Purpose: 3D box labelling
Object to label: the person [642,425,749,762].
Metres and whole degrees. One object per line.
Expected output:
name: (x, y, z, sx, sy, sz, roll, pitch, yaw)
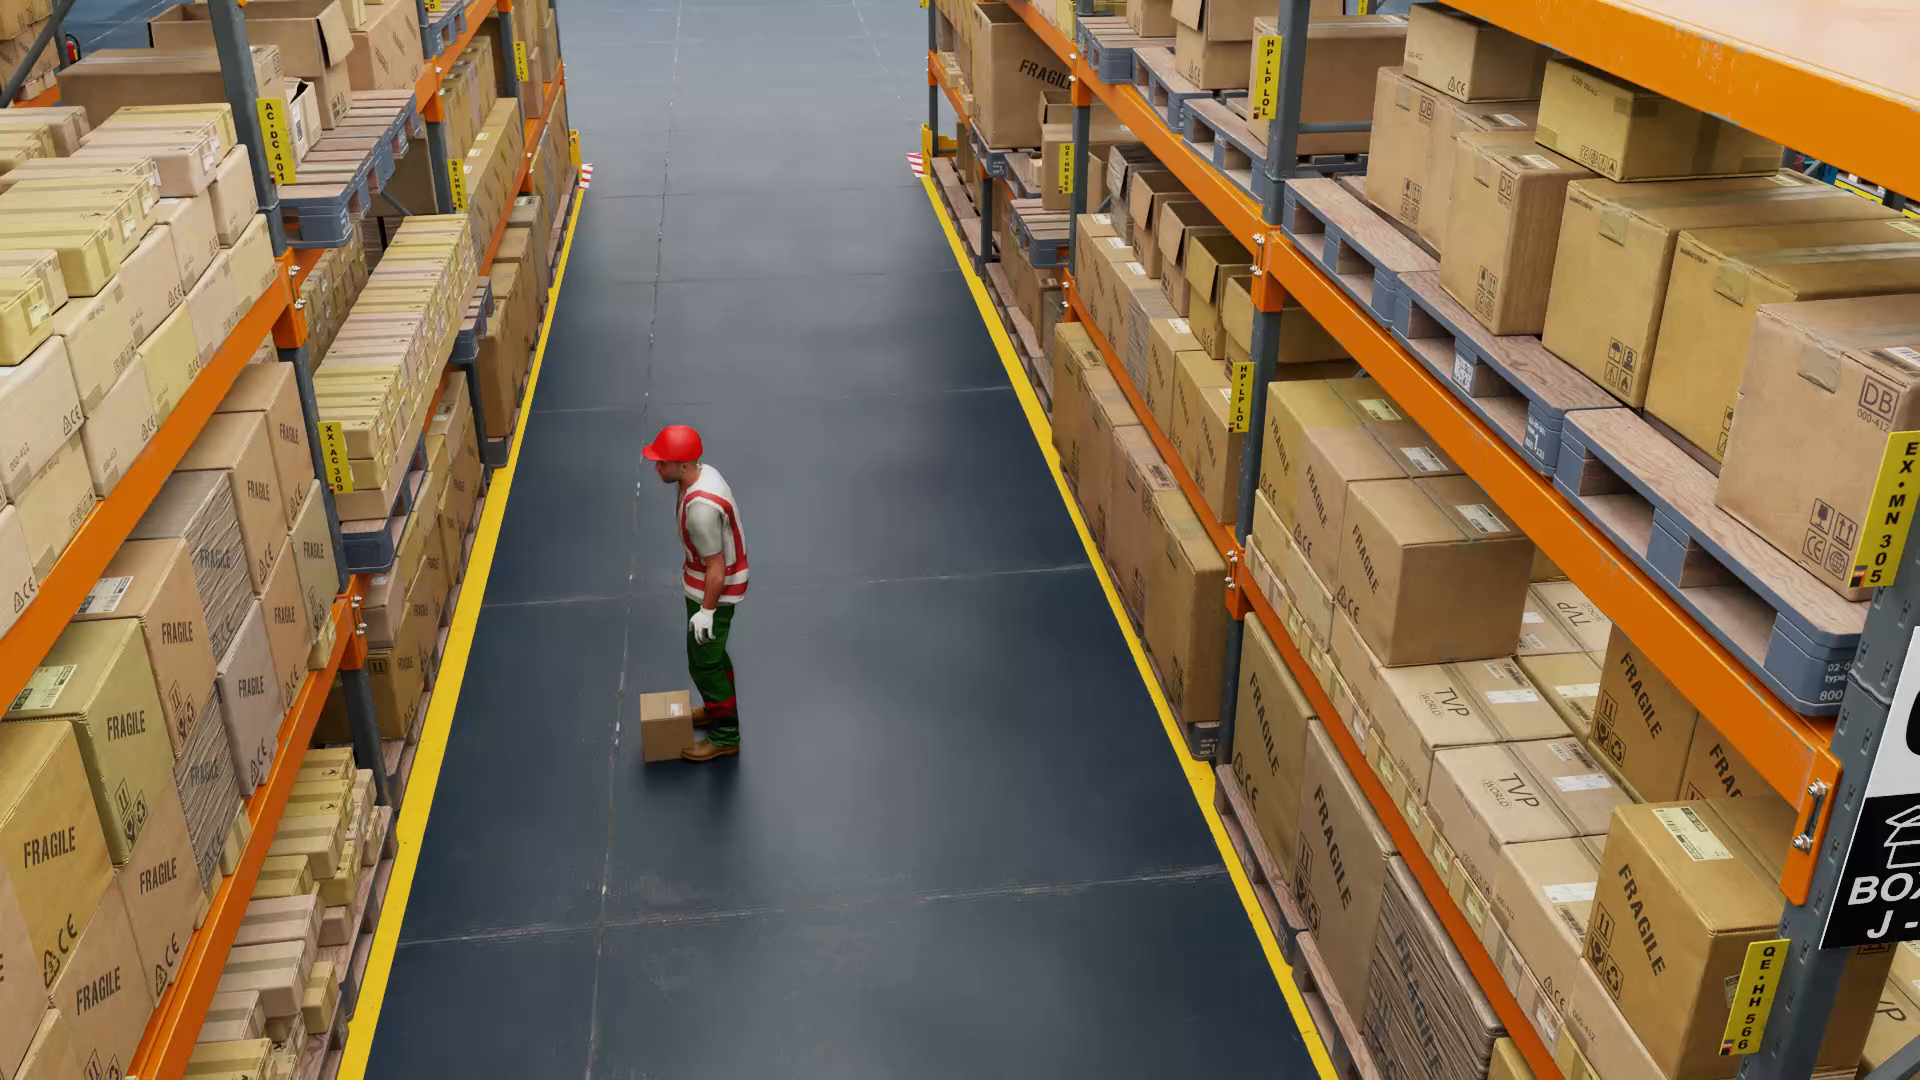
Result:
person: (-1.258, 0.248, 8.114, 0.453, 1.778, 0.615, -5, 27, -10)
